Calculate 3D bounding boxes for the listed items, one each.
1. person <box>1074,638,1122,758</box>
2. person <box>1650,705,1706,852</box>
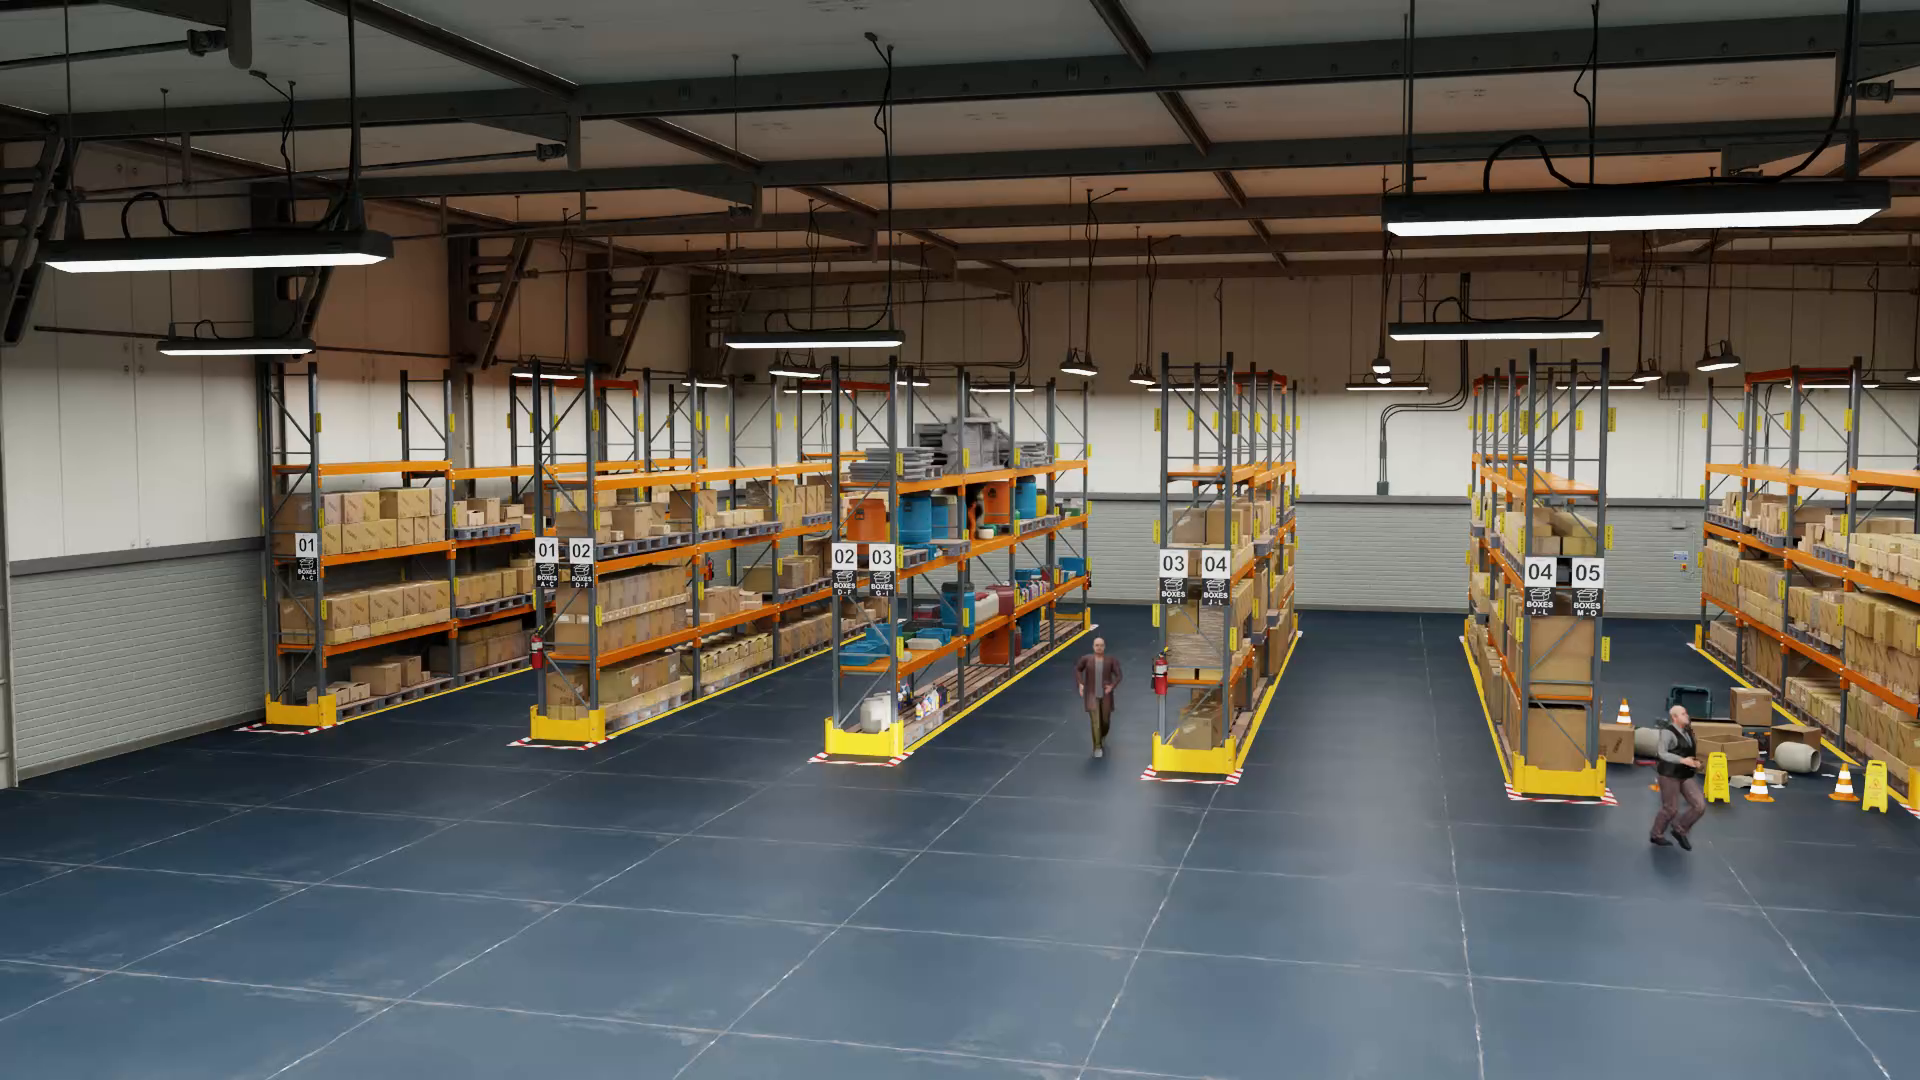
[{"bbox_3d":[2.084,2.349,25.116,0.730,1.761,0.859,0,4,3],"label":"person"},{"bbox_3d":[8.382,2.788,19.405,0.646,1.720,0.701,-2,5,-27],"label":"person"}]
